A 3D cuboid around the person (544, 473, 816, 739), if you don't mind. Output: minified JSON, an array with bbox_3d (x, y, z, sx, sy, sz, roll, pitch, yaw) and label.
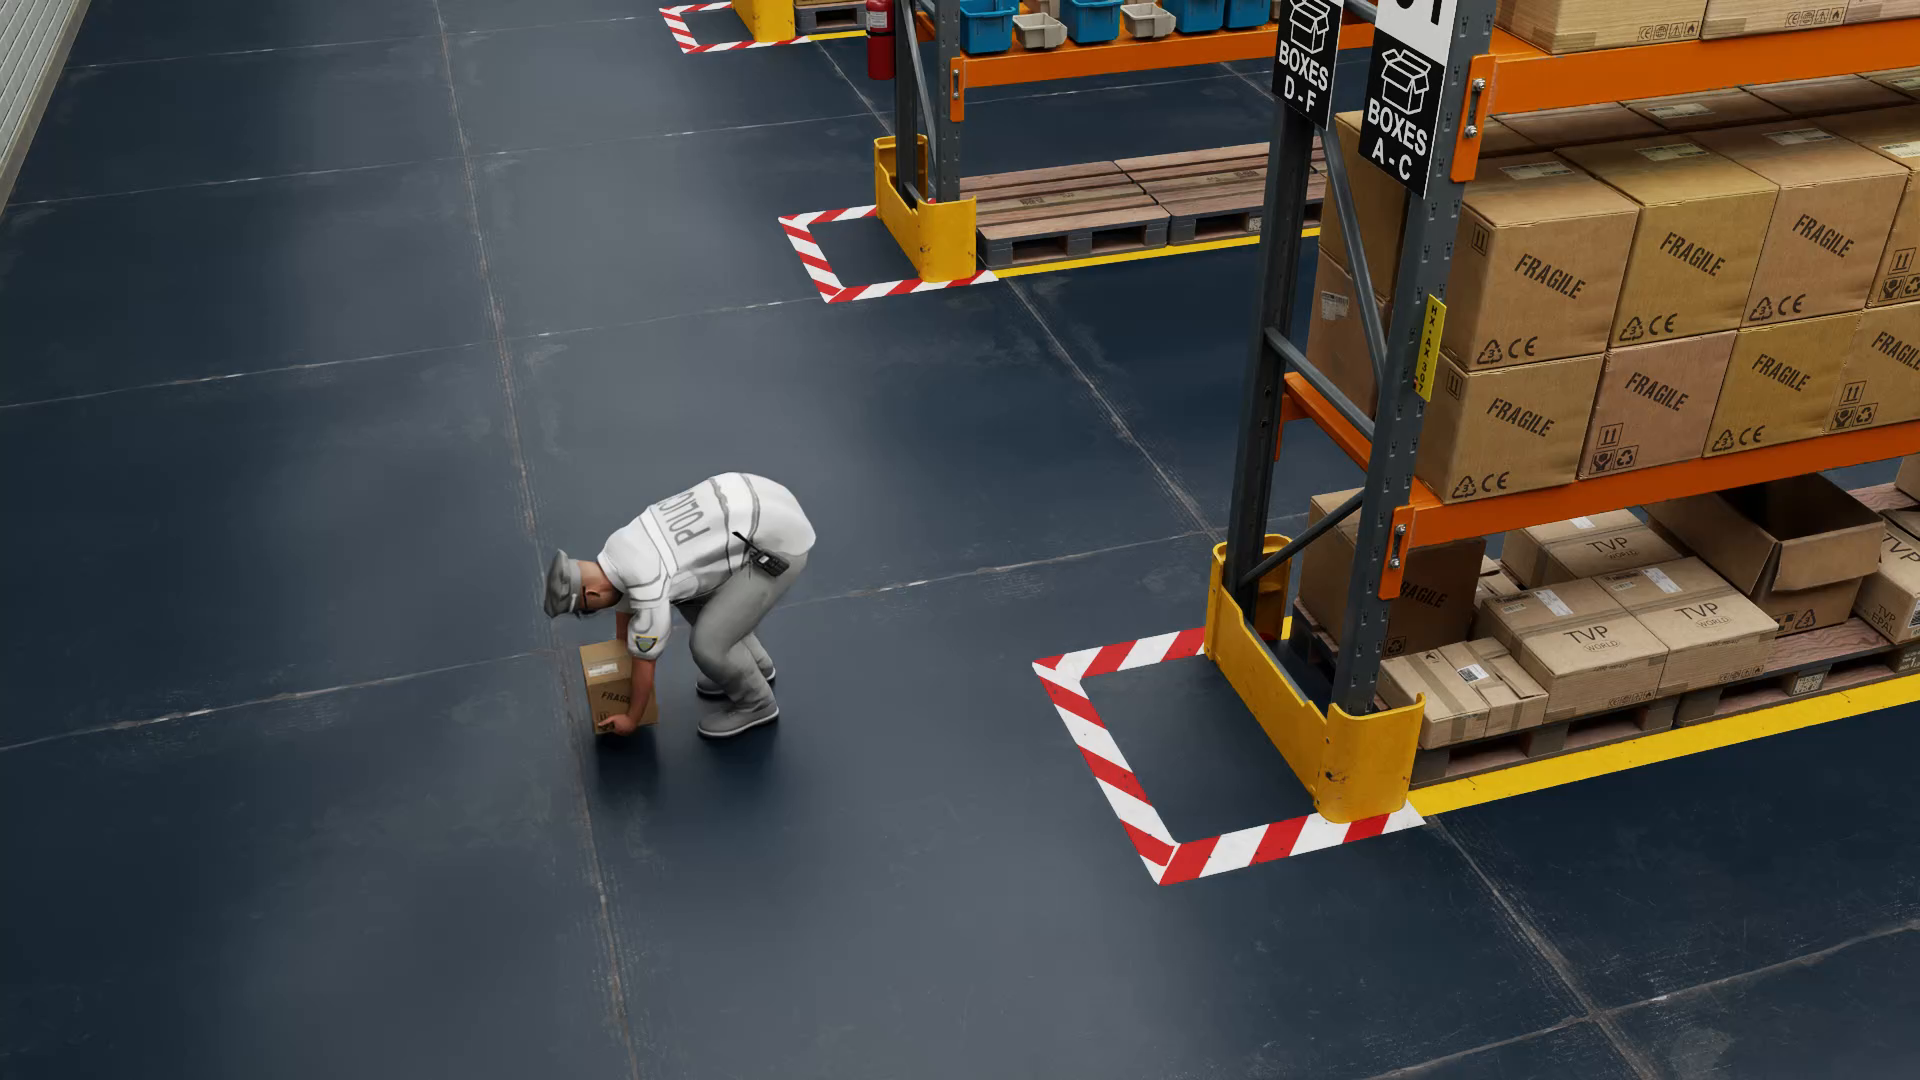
[{"bbox_3d":[-1.061,0.275,6.383,1.030,1.020,0.516,-12,35,-17],"label":"person"}]
